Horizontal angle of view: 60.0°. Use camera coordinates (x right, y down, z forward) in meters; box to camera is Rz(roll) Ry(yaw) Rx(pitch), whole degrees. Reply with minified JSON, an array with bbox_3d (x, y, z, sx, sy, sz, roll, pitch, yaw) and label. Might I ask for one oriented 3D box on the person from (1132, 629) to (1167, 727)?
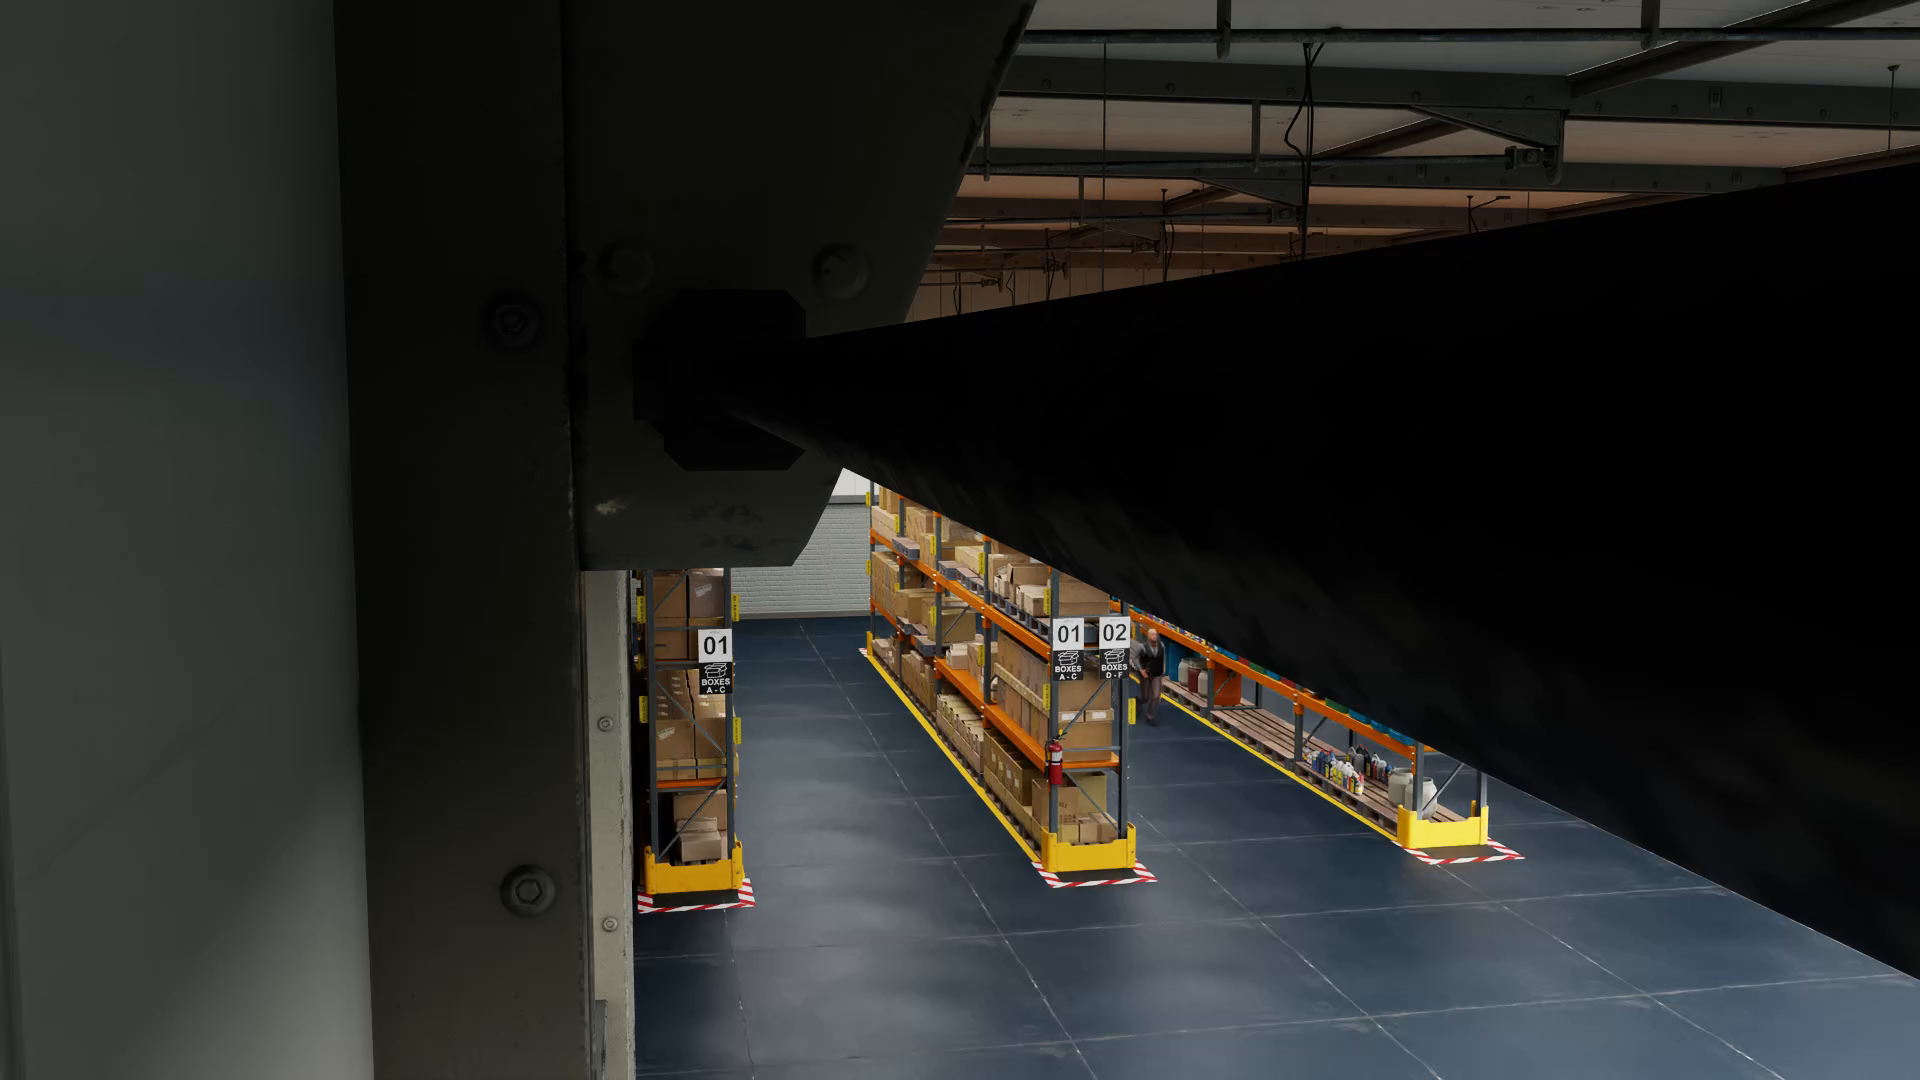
[{"bbox_3d":[3.384,2.415,29.606,0.684,1.703,0.785,-2,6,-16],"label":"person"}]
